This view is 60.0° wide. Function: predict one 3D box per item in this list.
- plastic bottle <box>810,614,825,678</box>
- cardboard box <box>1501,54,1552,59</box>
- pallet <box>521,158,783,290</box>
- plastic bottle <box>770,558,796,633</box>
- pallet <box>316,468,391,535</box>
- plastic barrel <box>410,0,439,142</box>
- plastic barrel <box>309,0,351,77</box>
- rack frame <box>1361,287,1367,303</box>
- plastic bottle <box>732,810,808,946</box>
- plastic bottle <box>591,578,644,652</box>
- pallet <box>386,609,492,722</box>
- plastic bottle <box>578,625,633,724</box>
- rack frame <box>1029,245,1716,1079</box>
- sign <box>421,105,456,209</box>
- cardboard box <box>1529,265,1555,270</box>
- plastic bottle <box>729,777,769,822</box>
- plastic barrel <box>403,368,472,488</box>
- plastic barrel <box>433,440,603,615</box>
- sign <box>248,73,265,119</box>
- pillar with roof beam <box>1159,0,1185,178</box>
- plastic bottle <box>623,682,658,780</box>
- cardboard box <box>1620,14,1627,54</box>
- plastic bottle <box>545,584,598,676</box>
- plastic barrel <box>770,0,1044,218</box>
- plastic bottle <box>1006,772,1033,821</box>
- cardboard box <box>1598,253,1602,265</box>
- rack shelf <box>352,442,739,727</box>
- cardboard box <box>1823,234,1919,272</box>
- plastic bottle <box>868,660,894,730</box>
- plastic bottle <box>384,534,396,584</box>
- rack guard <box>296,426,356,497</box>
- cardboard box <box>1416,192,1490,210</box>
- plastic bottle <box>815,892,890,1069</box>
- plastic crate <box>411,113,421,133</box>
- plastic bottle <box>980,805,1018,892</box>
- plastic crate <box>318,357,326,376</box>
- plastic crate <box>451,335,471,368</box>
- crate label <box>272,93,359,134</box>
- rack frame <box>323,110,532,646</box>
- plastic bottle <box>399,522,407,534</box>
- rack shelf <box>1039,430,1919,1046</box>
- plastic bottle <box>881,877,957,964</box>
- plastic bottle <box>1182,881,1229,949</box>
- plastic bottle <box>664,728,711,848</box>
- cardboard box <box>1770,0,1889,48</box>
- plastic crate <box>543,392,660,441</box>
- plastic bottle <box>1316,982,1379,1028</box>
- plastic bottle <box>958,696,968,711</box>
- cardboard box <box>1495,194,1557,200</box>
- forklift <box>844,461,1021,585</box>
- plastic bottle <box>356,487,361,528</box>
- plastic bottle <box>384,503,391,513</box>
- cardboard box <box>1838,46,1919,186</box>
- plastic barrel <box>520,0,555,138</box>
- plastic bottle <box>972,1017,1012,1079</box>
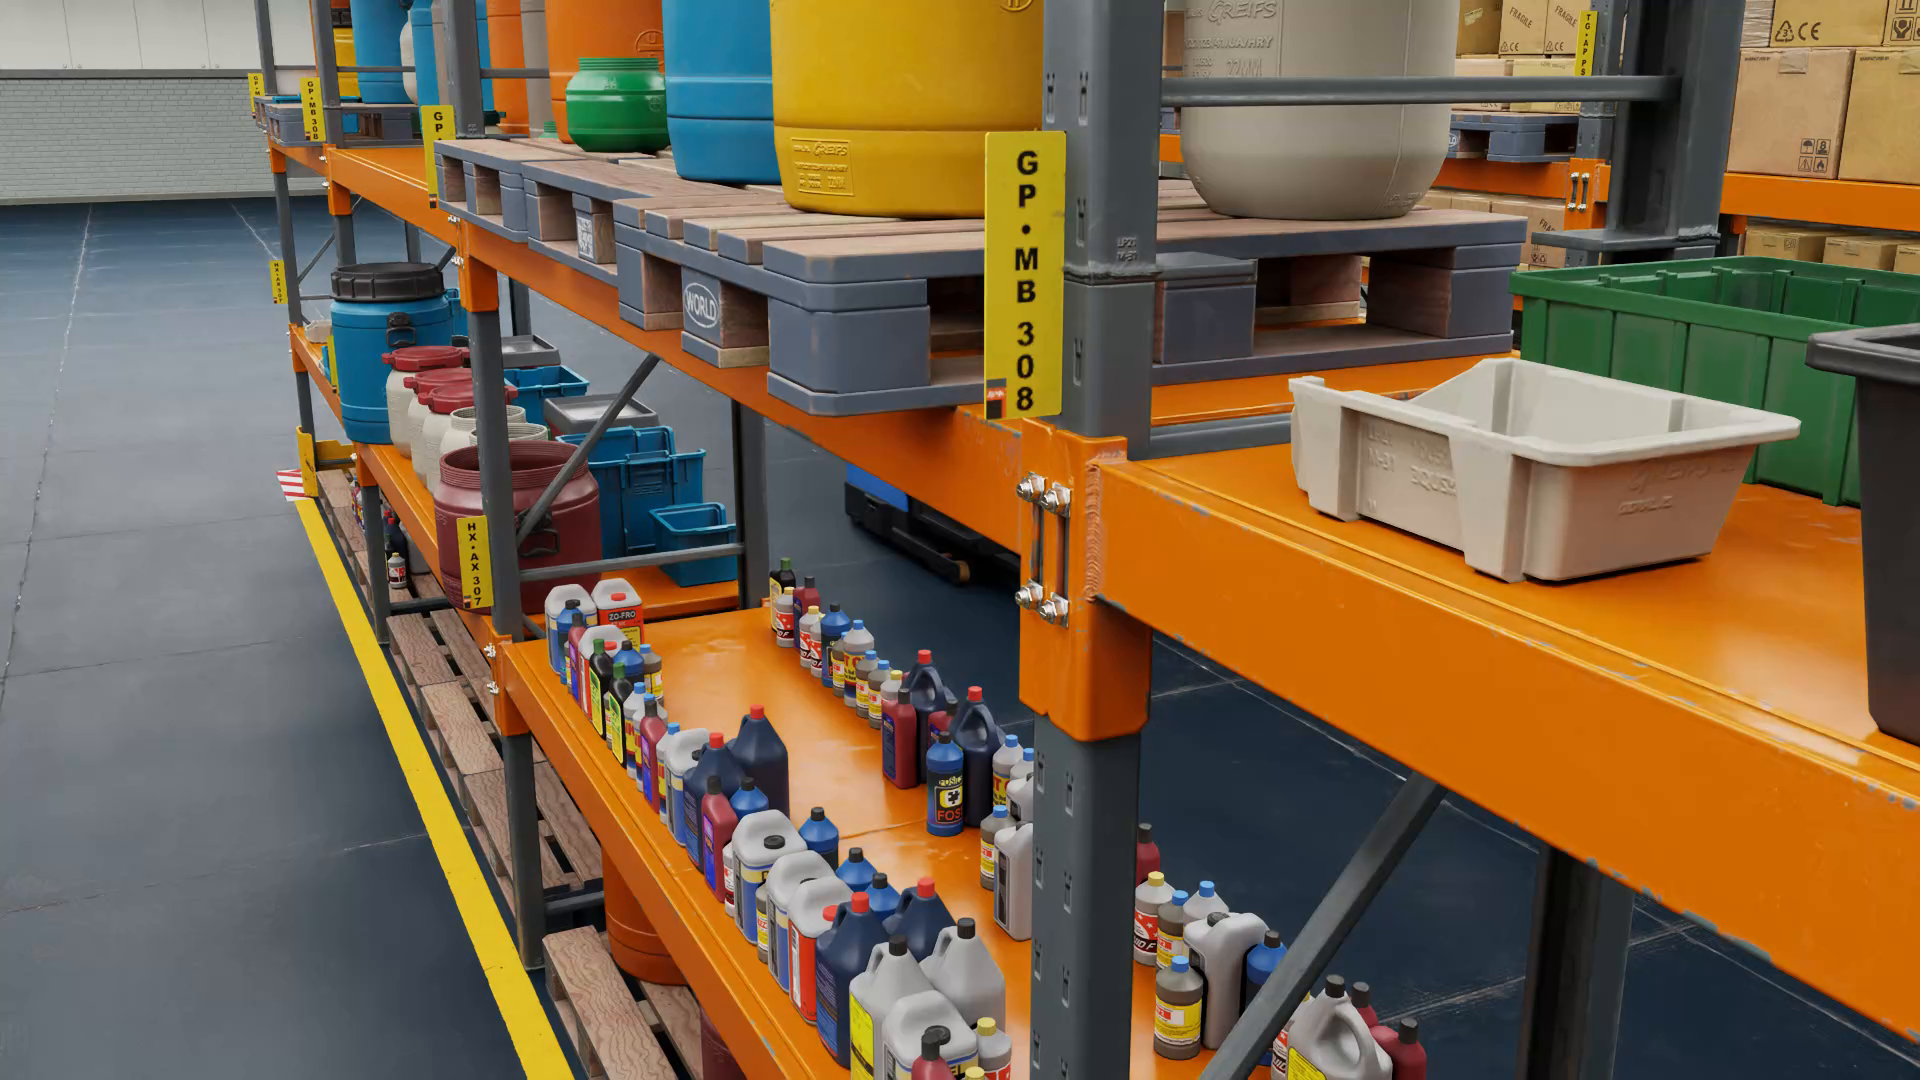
[{"bbox_3d":[-0.445,0.345,5.471,0.097,0.201,0.097,0,16,0],"label":"plastic bottle"},{"bbox_3d":[5.040,-3.955,14.440,0.500,0.500,0.500,-8,18,-27],"label":"cardboard box"},{"bbox_3d":[-0.362,-0.734,3.776,1.003,0.211,1.213,-8,18,-25],"label":"pallet"},{"bbox_3d":[-0.622,0.193,5.851,0.061,0.283,0.133,-8,18,-25],"label":"plastic bottle"},{"bbox_3d":[-4.261,-0.340,12.552,1.003,0.211,1.213,-8,18,-25],"label":"pallet"},{"bbox_3d":[-2.518,-2.486,8.630,0.600,0.901,0.708,-8,18,-25],"label":"plastic barrel"},{"bbox_3d":[-4.361,-3.640,12.020,0.600,0.830,0.708,-8,18,-25],"label":"plastic barrel"},{"bbox_3d":[4.218,-3.093,17.089,1.000,3.000,0.127,-8,18,-25],"label":"rack frame"},{"bbox_3d":[-0.436,0.775,3.838,0.152,0.276,0.135,-8,18,-25],"label":"plastic bottle"},{"bbox_3d":[-1.147,0.276,5.576,0.152,0.276,0.135,-8,18,-25],"label":"plastic bottle"},{"bbox_3d":[-2.557,0.627,9.183,1.003,0.211,1.213,-8,18,-25],"label":"pallet"},{"bbox_3d":[-1.081,0.409,5.112,0.152,0.276,0.135,-8,18,-25],"label":"plastic bottle"},{"bbox_3d":[0.569,1.080,2.549,1.000,3.000,0.127,-8,18,-25],"label":"rack frame"},{"bbox_3d":[-1.675,-1.235,5.368,0.100,0.325,0.005,-8,18,-25],"label":"sign"},{"bbox_3d":[5.279,-2.244,14.366,0.500,0.250,0.500,-8,18,-25],"label":"cardboard box"},{"bbox_3d":[-0.515,0.711,4.068,0.097,0.271,0.097,0,16,0],"label":"plastic bottle"},{"bbox_3d":[-2.392,-0.523,7.889,0.433,0.535,0.433,0,16,0],"label":"plastic barrel"},{"bbox_3d":[-1.659,-0.055,6.259,0.600,0.536,0.708,-8,18,-25],"label":"plastic barrel"},{"bbox_3d":[-5.184,-3.276,12.274,0.100,0.325,0.005,-8,18,-25],"label":"sign"},{"bbox_3d":[-1.196,-6.875,19.392,9.100,9.000,0.400,-8,18,-25],"label":"pillar with roof beam"},{"bbox_3d":[-0.896,0.534,4.686,0.097,0.271,0.097,0,16,0],"label":"plastic bottle"},{"bbox_3d":[5.507,-4.172,13.383,0.500,0.500,0.500,-9,18,-30],"label":"cardboard box"},{"bbox_3d":[-1.284,0.294,5.512,0.152,0.276,0.135,-8,18,-25],"label":"plastic bottle"},{"bbox_3d":[-0.013,-0.856,2.754,0.600,0.588,0.600,0,16,0],"label":"plastic barrel"},{"bbox_3d":[0.202,0.692,4.127,0.152,0.276,0.135,-8,18,-25],"label":"plastic bottle"},{"bbox_3d":[5.485,-2.478,13.826,0.500,0.500,0.500,-8,18,-25],"label":"cardboard box"},{"bbox_3d":[-2.059,-0.062,7.832,1.077,0.370,4.000,-8,18,-25],"label":"rack shelf"},{"bbox_3d":[6.717,-1.931,12.063,0.700,0.500,0.500,-5,17,-17],"label":"cardboard box"},{"bbox_3d":[-0.231,0.465,5.051,0.097,0.201,0.097,0,16,0],"label":"plastic bottle"},{"bbox_3d":[-3.443,0.111,10.052,0.061,0.283,0.133,-7,17,-22],"label":"plastic bottle"},{"bbox_3d":[-4.612,-0.681,13.216,1.175,0.500,0.348,-8,18,-25],"label":"rack guard"},{"bbox_3d":[4.585,-2.983,15.584,0.500,0.500,0.500,-8,18,-27],"label":"cardboard box"},{"bbox_3d":[-0.209,0.870,3.372,0.144,0.351,0.185,-8,18,-25],"label":"plastic bottle"},{"bbox_3d":[-3.382,-2.668,10.555,0.336,0.188,0.450,-8,18,-25],"label":"plastic crate"},{"bbox_3d":[0.098,0.747,4.068,0.097,0.201,0.097,0,16,0],"label":"plastic bottle"},{"bbox_3d":[-3.875,-1.149,10.794,0.530,0.136,0.437,-8,18,-25],"label":"plastic crate"},{"bbox_3d":[-3.051,-1.019,9.976,0.767,0.338,0.504,-8,18,-25],"label":"plastic crate"},{"bbox_3d":[-4.165,-2.762,10.768,0.502,0.251,0.408,-8,18,-25],"label":"crate label"},{"bbox_3d":[-2.936,-0.903,9.461,1.000,3.000,0.127,-8,18,-25],"label":"rack frame"},{"bbox_3d":[-3.439,-0.002,10.461,0.152,0.276,0.135,-8,18,-25],"label":"plastic bottle"},{"bbox_3d":[1.445,0.480,0.506,1.077,0.370,4.000,-8,18,-25],"label":"rack shelf"},{"bbox_3d":[-0.079,0.852,3.432,0.144,0.351,0.185,-8,18,-25],"label":"plastic bottle"},{"bbox_3d":[0.522,0.858,3.555,0.097,0.271,0.097,0,16,0],"label":"plastic bottle"},{"bbox_3d":[-0.677,0.638,4.314,0.152,0.276,0.135,-8,18,-25],"label":"plastic bottle"},{"bbox_3d":[3.680,-2.244,6.702,0.500,0.500,0.500,-8,18,-25],"label":"cardboard box"},{"bbox_3d":[-1.616,-0.380,7.521,0.402,0.464,0.583,-8,18,-25],"label":"plastic crate"},{"bbox_3d":[0.734,0.961,3.176,0.061,0.283,0.133,-8,18,-25],"label":"plastic bottle"},{"bbox_3d":[0.018,0.555,4.588,0.061,0.283,0.133,-8,18,-25],"label":"plastic bottle"},{"bbox_3d":[5.278,-2.921,15.367,0.500,0.500,0.500,-7,18,-24],"label":"cardboard box"},{"bbox_3d":[0.302,-1.256,10.815,1.130,2.935,3.031,-9,18,-27],"label":"forklift"},{"bbox_3d":[-4.024,-0.223,11.239,0.097,0.271,0.097,0,16,0],"label":"plastic bottle"},{"bbox_3d":[-3.770,-0.099,10.798,0.152,0.276,0.135,-7,18,-24],"label":"plastic bottle"},{"bbox_3d":[3.944,-1.640,6.407,0.910,0.500,0.500,-8,18,-25],"label":"cardboard box"},{"bbox_3d":[-1.348,-1.824,6.323,0.600,0.901,0.600,0,16,0],"label":"plastic barrel"},{"bbox_3d":[0.050,1.007,3.165,0.097,0.201,0.097,0,16,0],"label":"plastic bottle"}]
